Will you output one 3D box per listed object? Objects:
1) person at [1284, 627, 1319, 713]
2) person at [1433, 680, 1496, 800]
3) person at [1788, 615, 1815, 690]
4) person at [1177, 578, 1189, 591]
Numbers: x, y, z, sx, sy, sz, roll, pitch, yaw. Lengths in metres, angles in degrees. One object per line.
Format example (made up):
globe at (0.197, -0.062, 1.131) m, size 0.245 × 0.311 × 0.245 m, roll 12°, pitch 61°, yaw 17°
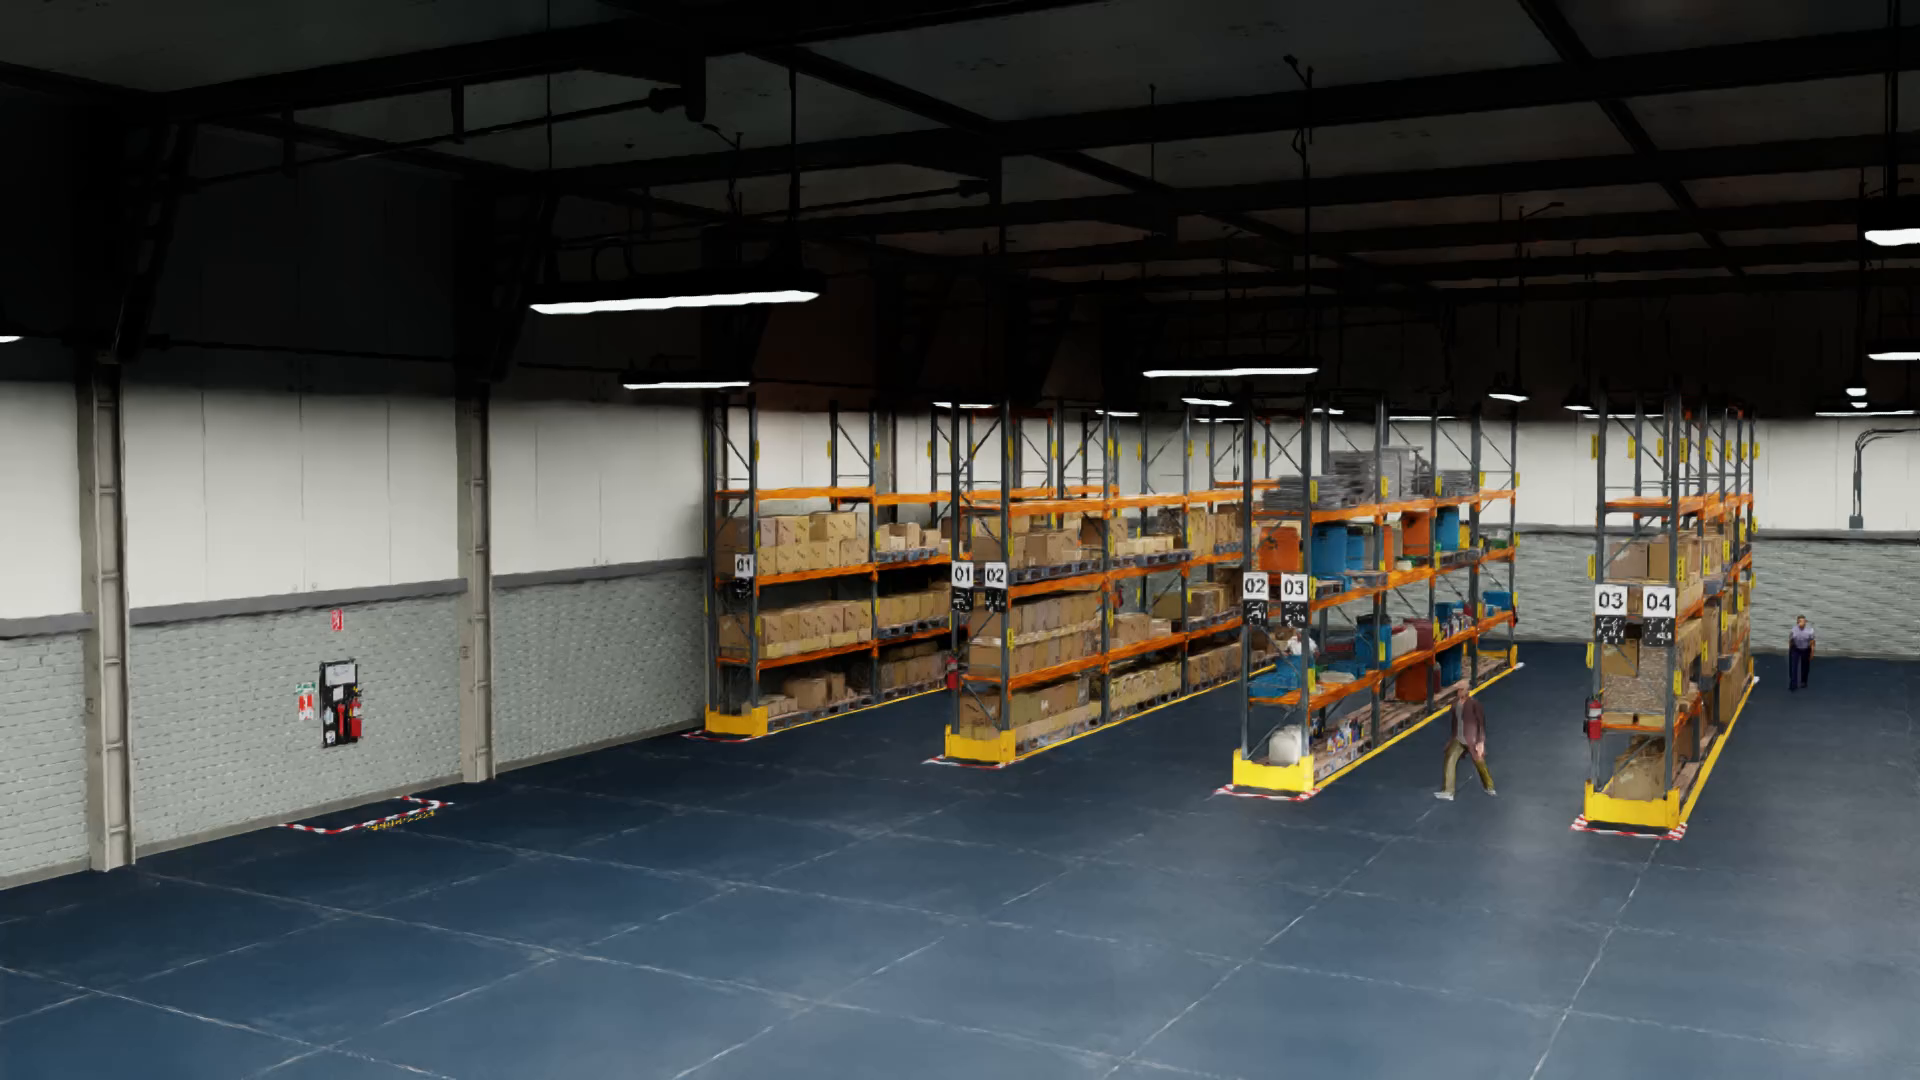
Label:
person at (6.496, 2.441, 31.630) m, size 0.682 × 1.715 × 0.542 m, roll 2°, pitch 3°, yaw 27°
person at (7.272, 2.856, 23.821) m, size 1.045 × 1.722 × 0.634 m, roll -3°, pitch 4°, yaw -41°
person at (17.550, 2.332, 34.672) m, size 0.478 × 1.567 × 1.083 m, roll 2°, pitch 3°, yaw 26°
person at (6.013, 1.801, 44.353) m, size 0.592 × 1.629 × 0.532 m, roll 2°, pitch 3°, yaw 26°
